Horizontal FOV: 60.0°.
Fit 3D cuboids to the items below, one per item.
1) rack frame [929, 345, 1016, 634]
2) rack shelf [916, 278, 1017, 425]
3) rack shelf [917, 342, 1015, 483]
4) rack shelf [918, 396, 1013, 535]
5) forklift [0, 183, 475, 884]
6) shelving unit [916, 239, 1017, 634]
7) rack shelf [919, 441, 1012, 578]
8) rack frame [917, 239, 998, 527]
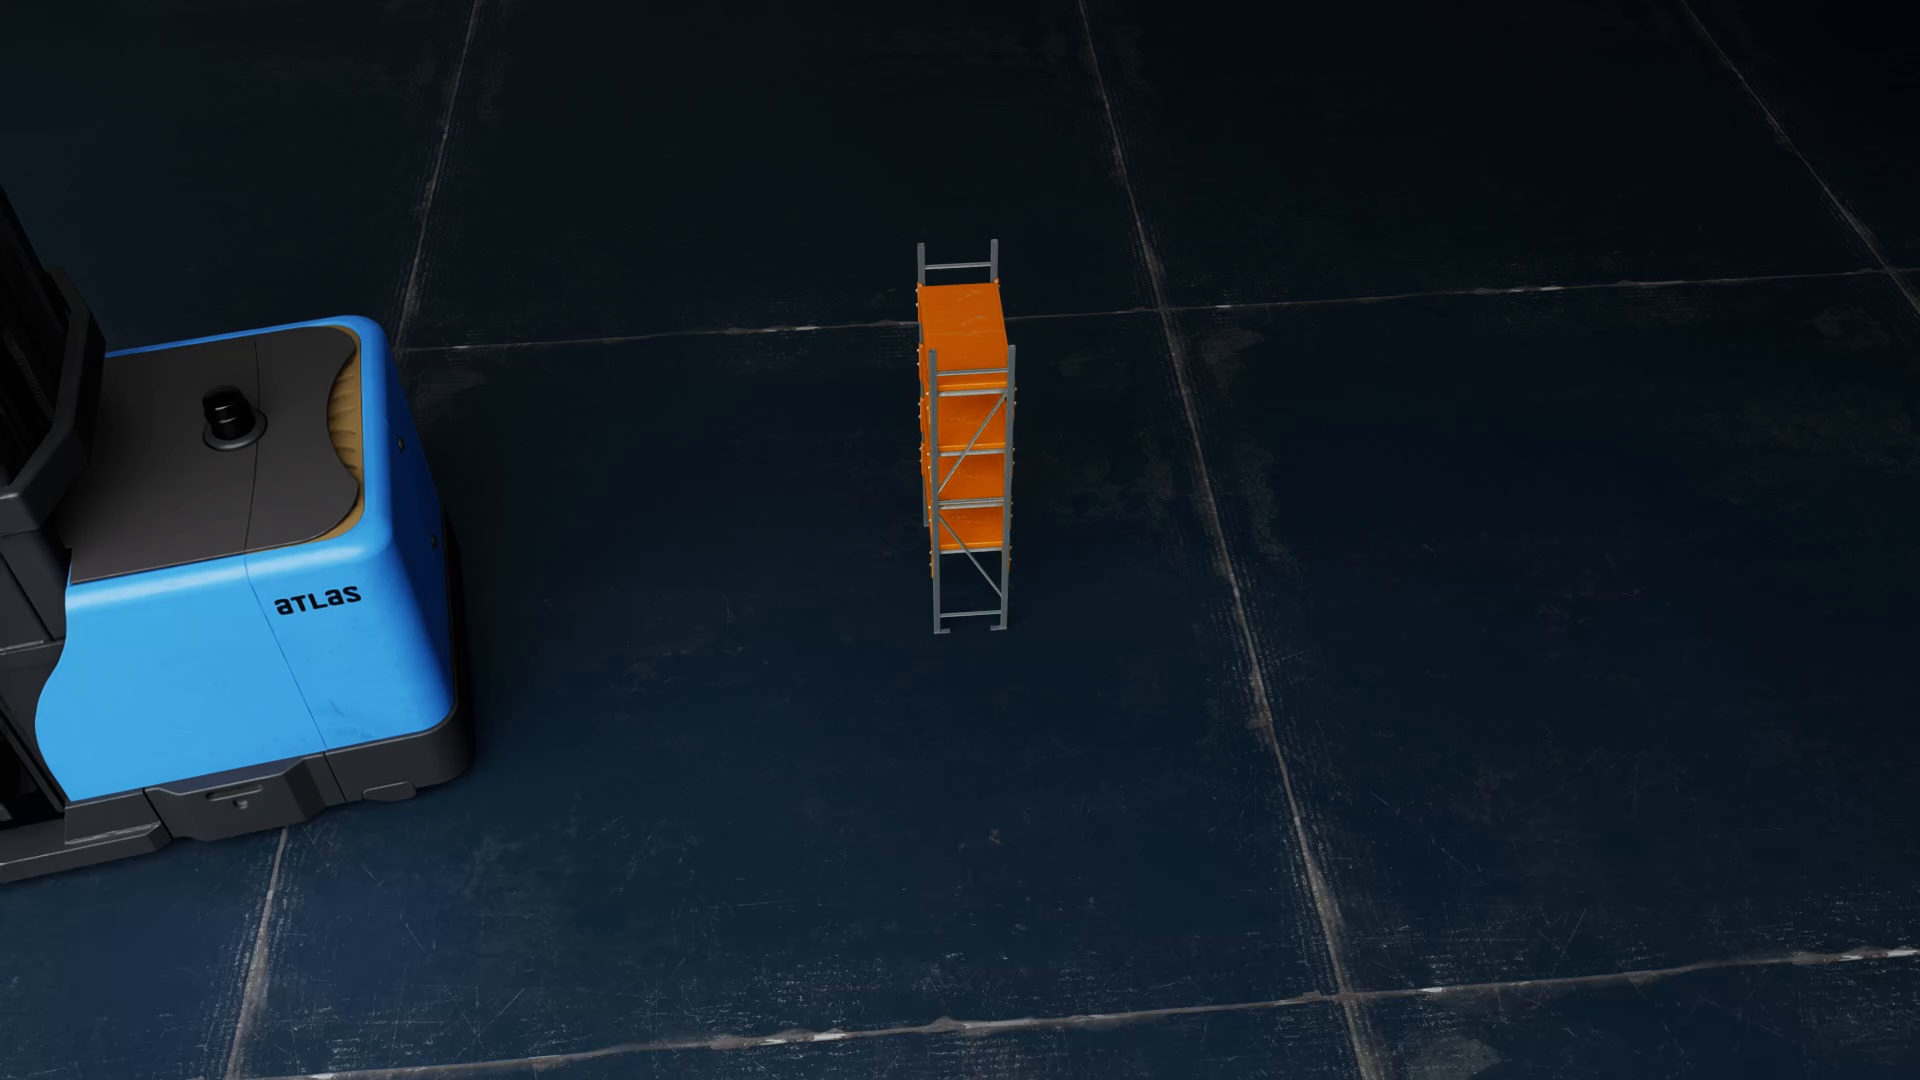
[{"bbox_3d":[0.034,-0.116,5.034,0.240,1.200,0.015,-3,47,-3],"label":"rack frame"},{"bbox_3d":[0.014,-0.563,4.916,0.258,0.148,0.480,-3,47,-3],"label":"rack shelf"},{"bbox_3d":[0.014,-0.400,5.087,0.258,0.148,0.480,-3,47,-3],"label":"rack shelf"},{"bbox_3d":[0.014,-0.247,5.250,0.258,0.148,0.480,-3,47,-3],"label":"rack shelf"},{"bbox_3d":[-3.044,-0.339,4.053,3.031,2.935,1.130,-11,48,-10],"label":"forklift"},{"bbox_3d":[0.014,-0.293,5.201,0.258,1.200,0.503,-3,47,-3],"label":"shelving unit"},{"bbox_3d":[0.014,-0.110,5.394,0.258,0.148,0.480,-3,47,-3],"label":"rack shelf"},{"bbox_3d":[-0.007,-0.469,5.368,0.240,1.200,0.015,-3,47,-3],"label":"rack frame"}]
